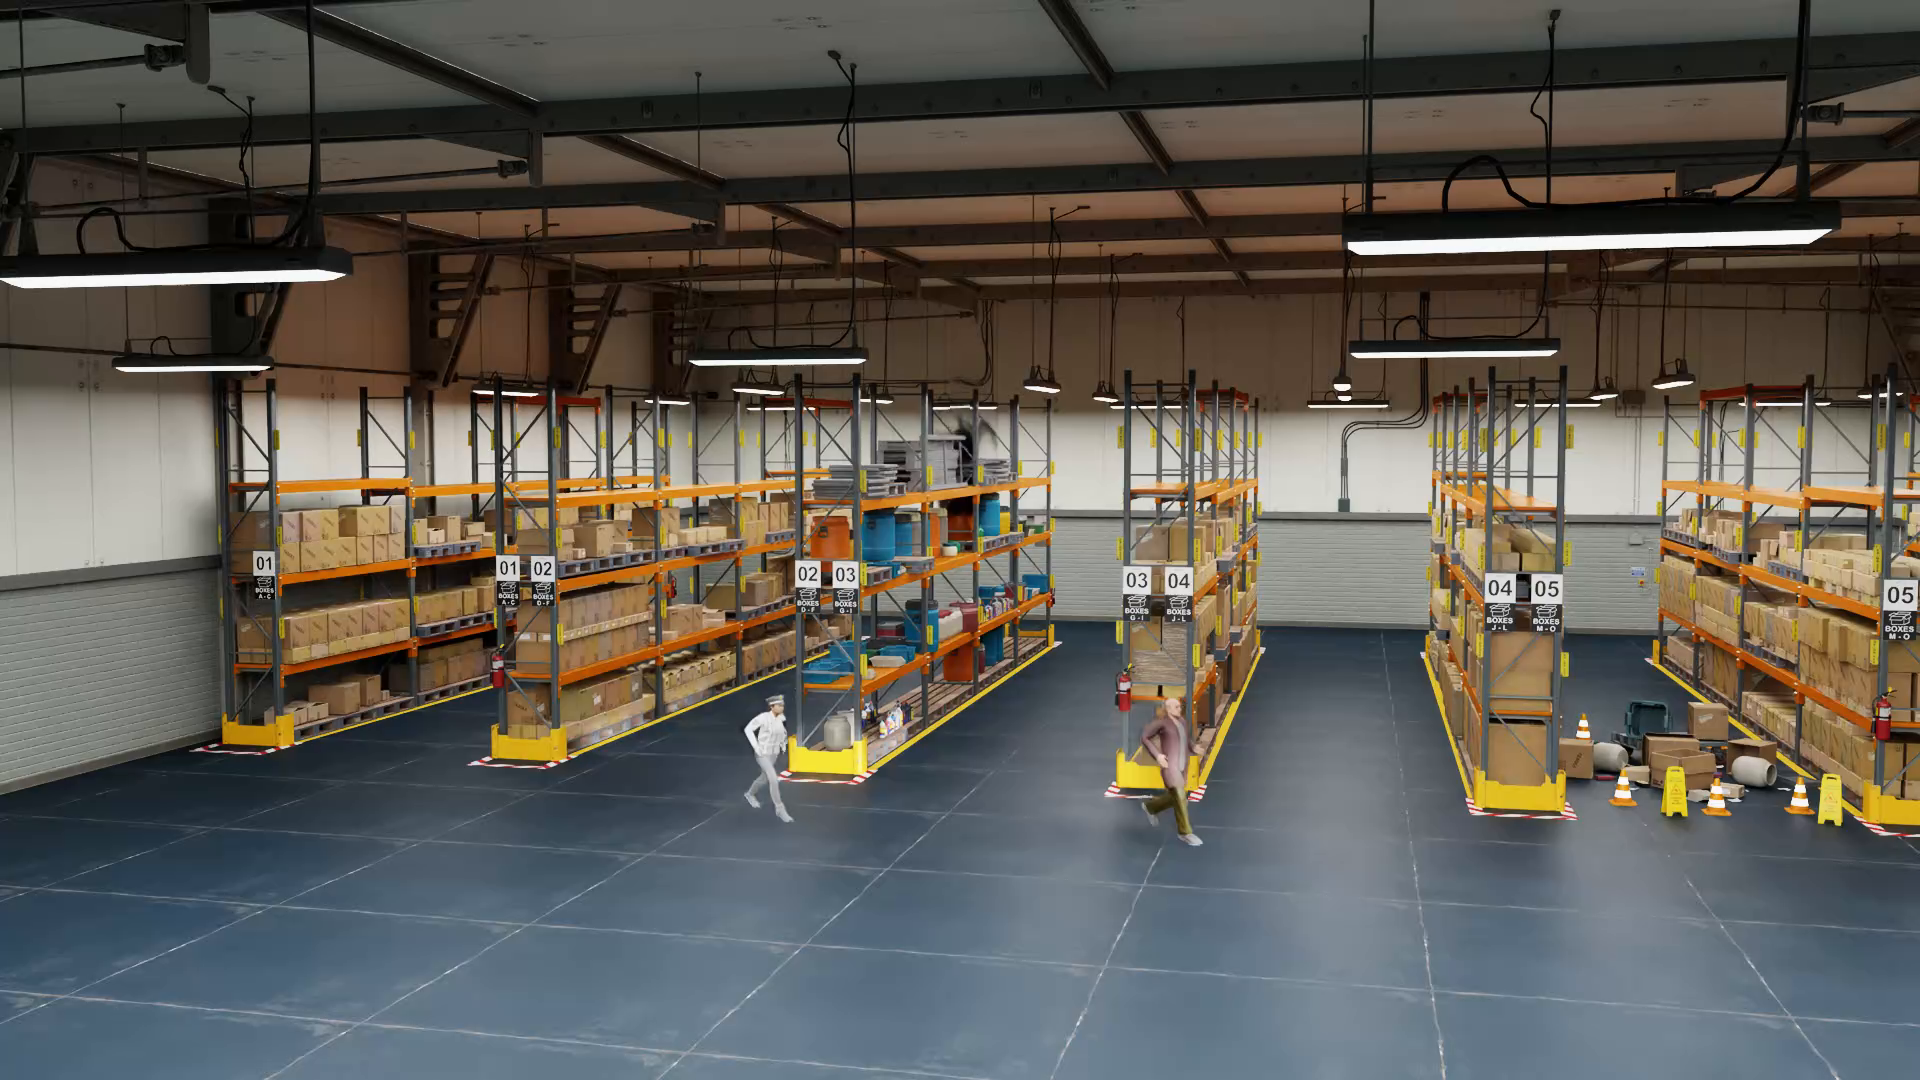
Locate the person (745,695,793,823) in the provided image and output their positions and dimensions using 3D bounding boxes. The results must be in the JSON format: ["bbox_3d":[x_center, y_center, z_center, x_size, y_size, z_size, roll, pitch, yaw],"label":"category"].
[{"bbox_3d":[-2.570,2.854,22.056,0.995,1.667,0.639,3,5,44],"label":"person"}]

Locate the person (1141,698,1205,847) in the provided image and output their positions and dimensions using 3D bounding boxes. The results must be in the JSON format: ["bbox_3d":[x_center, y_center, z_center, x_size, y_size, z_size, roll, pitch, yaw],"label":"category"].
[{"bbox_3d":[2.644,2.867,20.821,0.710,1.786,1.026,-3,5,-44],"label":"person"}]

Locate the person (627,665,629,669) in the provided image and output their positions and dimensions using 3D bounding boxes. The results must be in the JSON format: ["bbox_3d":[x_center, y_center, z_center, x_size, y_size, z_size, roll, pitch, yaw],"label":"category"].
[{"bbox_3d":[-6.884,2.105,33.966,0.642,1.782,0.763,0,3,8],"label":"person"}]
